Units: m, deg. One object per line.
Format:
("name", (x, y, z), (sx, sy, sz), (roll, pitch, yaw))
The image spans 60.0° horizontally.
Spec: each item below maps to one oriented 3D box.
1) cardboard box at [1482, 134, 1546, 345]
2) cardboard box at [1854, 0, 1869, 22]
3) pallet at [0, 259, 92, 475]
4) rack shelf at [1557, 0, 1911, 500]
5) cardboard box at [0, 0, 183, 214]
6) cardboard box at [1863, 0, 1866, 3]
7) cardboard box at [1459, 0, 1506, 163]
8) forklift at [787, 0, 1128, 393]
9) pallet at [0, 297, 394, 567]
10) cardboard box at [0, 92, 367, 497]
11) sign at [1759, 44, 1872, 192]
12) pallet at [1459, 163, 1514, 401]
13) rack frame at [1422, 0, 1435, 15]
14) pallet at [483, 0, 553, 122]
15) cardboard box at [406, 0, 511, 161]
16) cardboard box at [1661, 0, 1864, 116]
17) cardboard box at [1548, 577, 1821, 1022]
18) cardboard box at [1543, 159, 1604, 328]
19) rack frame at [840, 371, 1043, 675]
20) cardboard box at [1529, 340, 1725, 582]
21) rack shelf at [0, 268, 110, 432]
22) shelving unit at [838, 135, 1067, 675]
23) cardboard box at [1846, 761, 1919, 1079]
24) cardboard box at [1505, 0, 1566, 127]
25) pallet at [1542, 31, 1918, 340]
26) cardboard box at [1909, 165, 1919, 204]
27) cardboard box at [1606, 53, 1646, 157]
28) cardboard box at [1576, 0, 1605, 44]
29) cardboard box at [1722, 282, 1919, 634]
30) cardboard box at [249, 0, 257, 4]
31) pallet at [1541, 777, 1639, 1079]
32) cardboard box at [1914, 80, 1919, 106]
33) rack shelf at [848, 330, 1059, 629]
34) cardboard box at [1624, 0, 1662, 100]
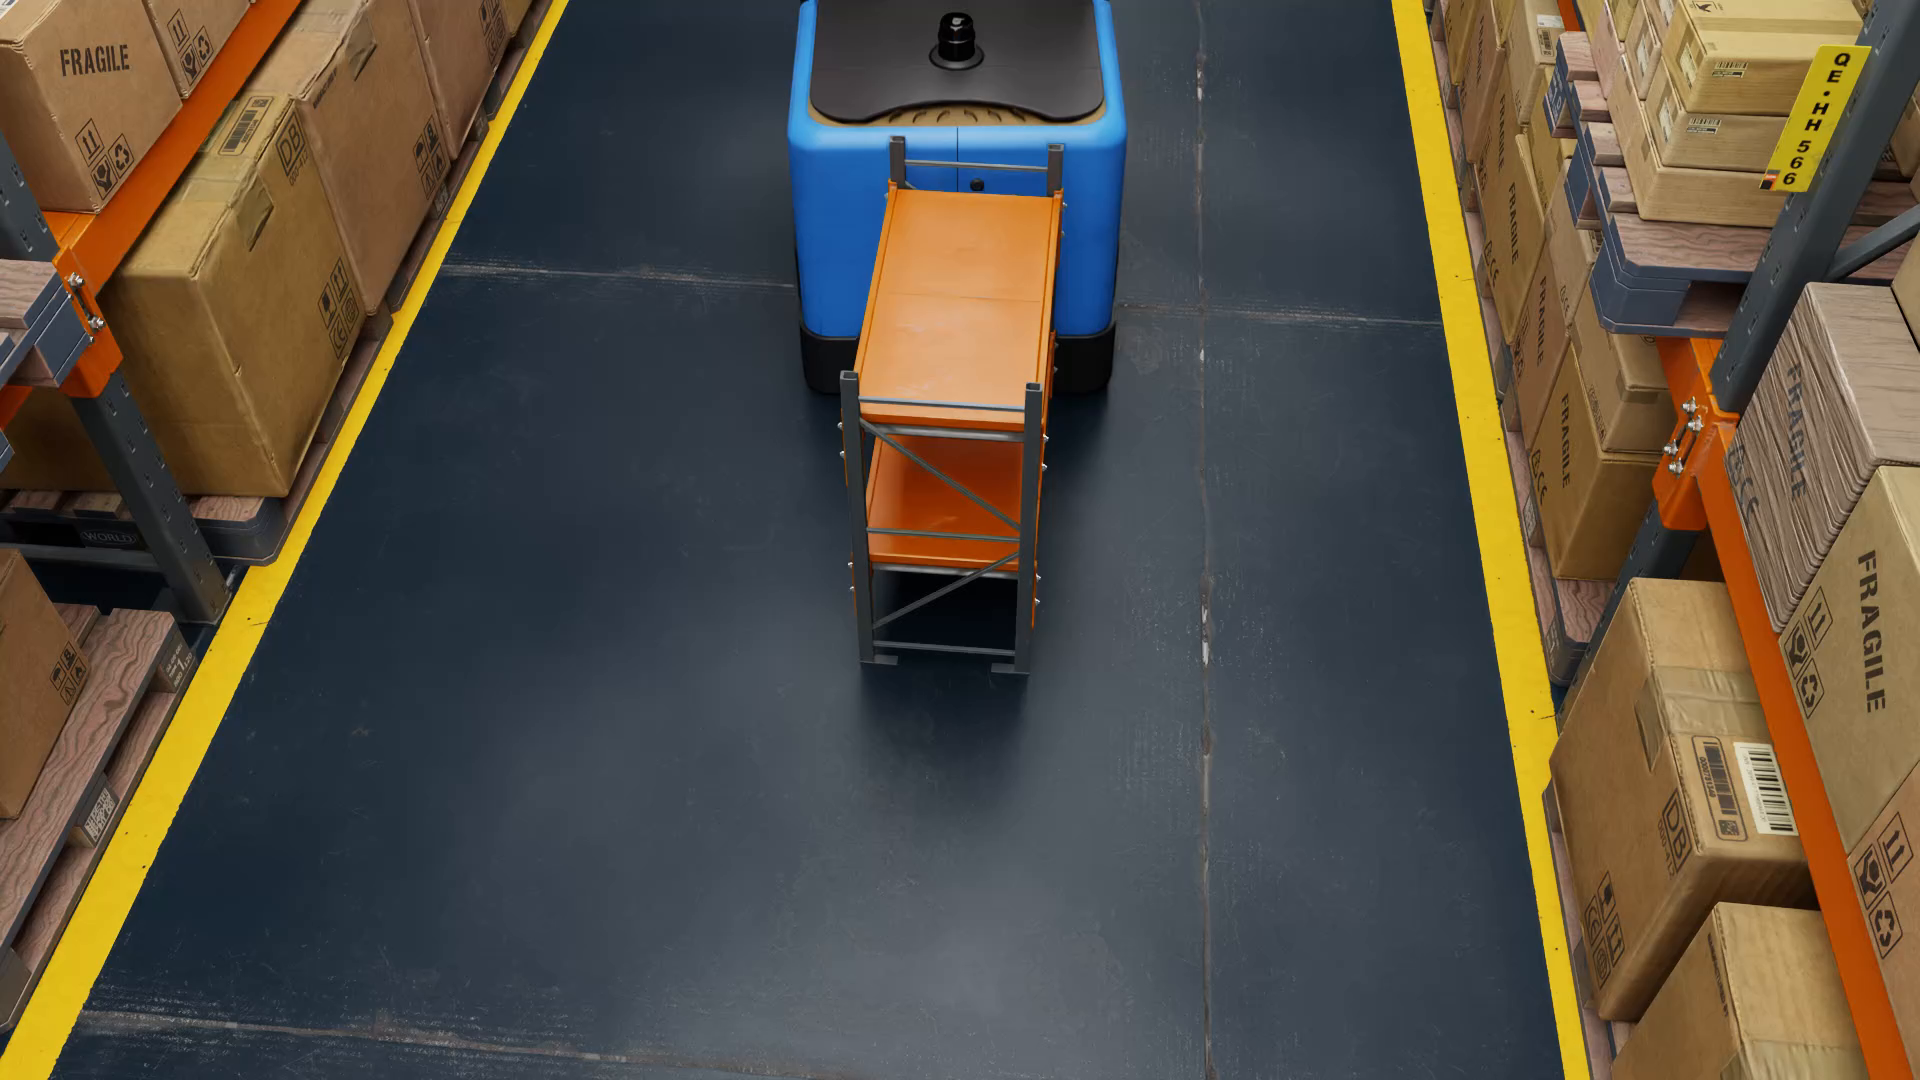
("cardboard box", (2.085, -0.991, 5.533), (0.500, 0.500, 0.500), (2, 48, 2))
("cardboard box", (2.516, -1.387, 4.371), (0.380, 0.149, 0.250), (6, 48, 5))
("pallet", (-2.687, -0.233, 3.560), (1.213, 0.211, 1.003), (4, 48, 4))
("rack shelf", (2.385, -1.648, 5.212), (1.077, 0.370, 4.000), (4, 48, 4))
("cardboard box", (-2.412, -1.201, 4.248), (0.500, 0.500, 0.500), (5, 48, 5))
("cardboard box", (2.513, -1.501, 4.274), (0.380, 0.149, 0.250), (4, 48, 4))
("cardboard box", (2.189, -1.744, 6.222), (0.500, 0.500, 0.500), (6, 48, 5))
("forklift", (-0.022, -2.555, 5.600), (1.130, 2.935, 3.031), (0, 48, 0))
("pallet", (-2.581, -0.462, 5.529), (1.003, 0.211, 1.213), (4, 48, 4))
("cardboard box", (-2.644, -0.759, 5.067), (1.225, 0.875, 0.875), (2, 48, 2))
("sign", (1.661, -0.814, 3.231), (0.100, 0.325, 0.005), (4, 48, 4))
("pallet", (2.389, -0.948, 5.974), (1.003, 0.211, 1.213), (4, 48, 4))
("rack frame", (2.567, -3.360, 6.290), (1.000, 3.000, 0.127), (4, 48, 4))
("pallet", (-2.358, -2.255, 7.169), (1.003, 0.211, 1.213), (4, 48, 4))
("cardboard box", (-2.482, -2.064, 6.261), (1.225, 0.875, 0.875), (2, 48, 2))
("cardboard box", (1.791, -1.070, 3.678), (0.380, 0.149, 0.250), (2, 48, 2))
("cardboard box", (2.057, 0.638, 3.874), (1.050, 0.750, 0.750), (3, 48, 3))
("cardboard box", (2.039, -0.864, 4.909), (0.500, 0.250, 0.500), (4, 48, 4))
("rack frame", (-0.046, -0.011, 4.498), (0.500, 1.125, 0.032), (4, 48, 4))
("cardboard box", (2.002, -0.220, 4.828), (0.500, 0.500, 0.500), (4, 48, 3))
("rack shelf", (-2.910, 0.884, 2.896), (1.077, 0.370, 4.000), (4, 48, 4))
("shelving unit", (0.001, -0.385, 4.839), (0.538, 1.125, 1.048), (4, 48, 4))
("cardboard box", (1.803, 0.602, 2.599), (0.500, 0.500, 0.500), (4, 48, 3))
("cardboard box", (2.140, -1.620, 5.600), (0.500, 0.250, 0.500), (6, 48, 5))
("pallet", (2.161, -0.887, 4.158), (1.213, 0.211, 1.003), (4, 48, 4))
("cardboard box", (2.444, -0.793, 3.828), (0.380, 0.149, 0.250), (3, 48, 3))
("cardboard box", (1.814, -1.053, 4.066), (0.380, 0.149, 0.250), (4, 48, 3))
("cardboard box", (1.863, -1.425, 4.407), (0.380, 0.149, 0.250), (3, 48, 3))
("cardboard box", (1.893, -0.143, 3.280), (0.500, 0.500, 0.500), (4, 48, 4))
("cardboard box", (-2.325, -1.957, 4.939), (0.500, 0.500, 0.500), (3, 48, 3))
("pallet", (2.056, 1.095, 4.106), (1.003, 0.211, 1.213), (4, 48, 4))
("cardboard box", (2.469, -1.119, 3.925), (0.380, 0.149, 0.250), (6, 48, 5))
("rack shelf", (0.001, -0.220, 5.020), (0.538, 0.278, 1.000), (4, 48, 4))
("cardboard box", (1.817, -1.168, 3.970), (0.380, 0.149, 0.250), (5, 48, 5))
